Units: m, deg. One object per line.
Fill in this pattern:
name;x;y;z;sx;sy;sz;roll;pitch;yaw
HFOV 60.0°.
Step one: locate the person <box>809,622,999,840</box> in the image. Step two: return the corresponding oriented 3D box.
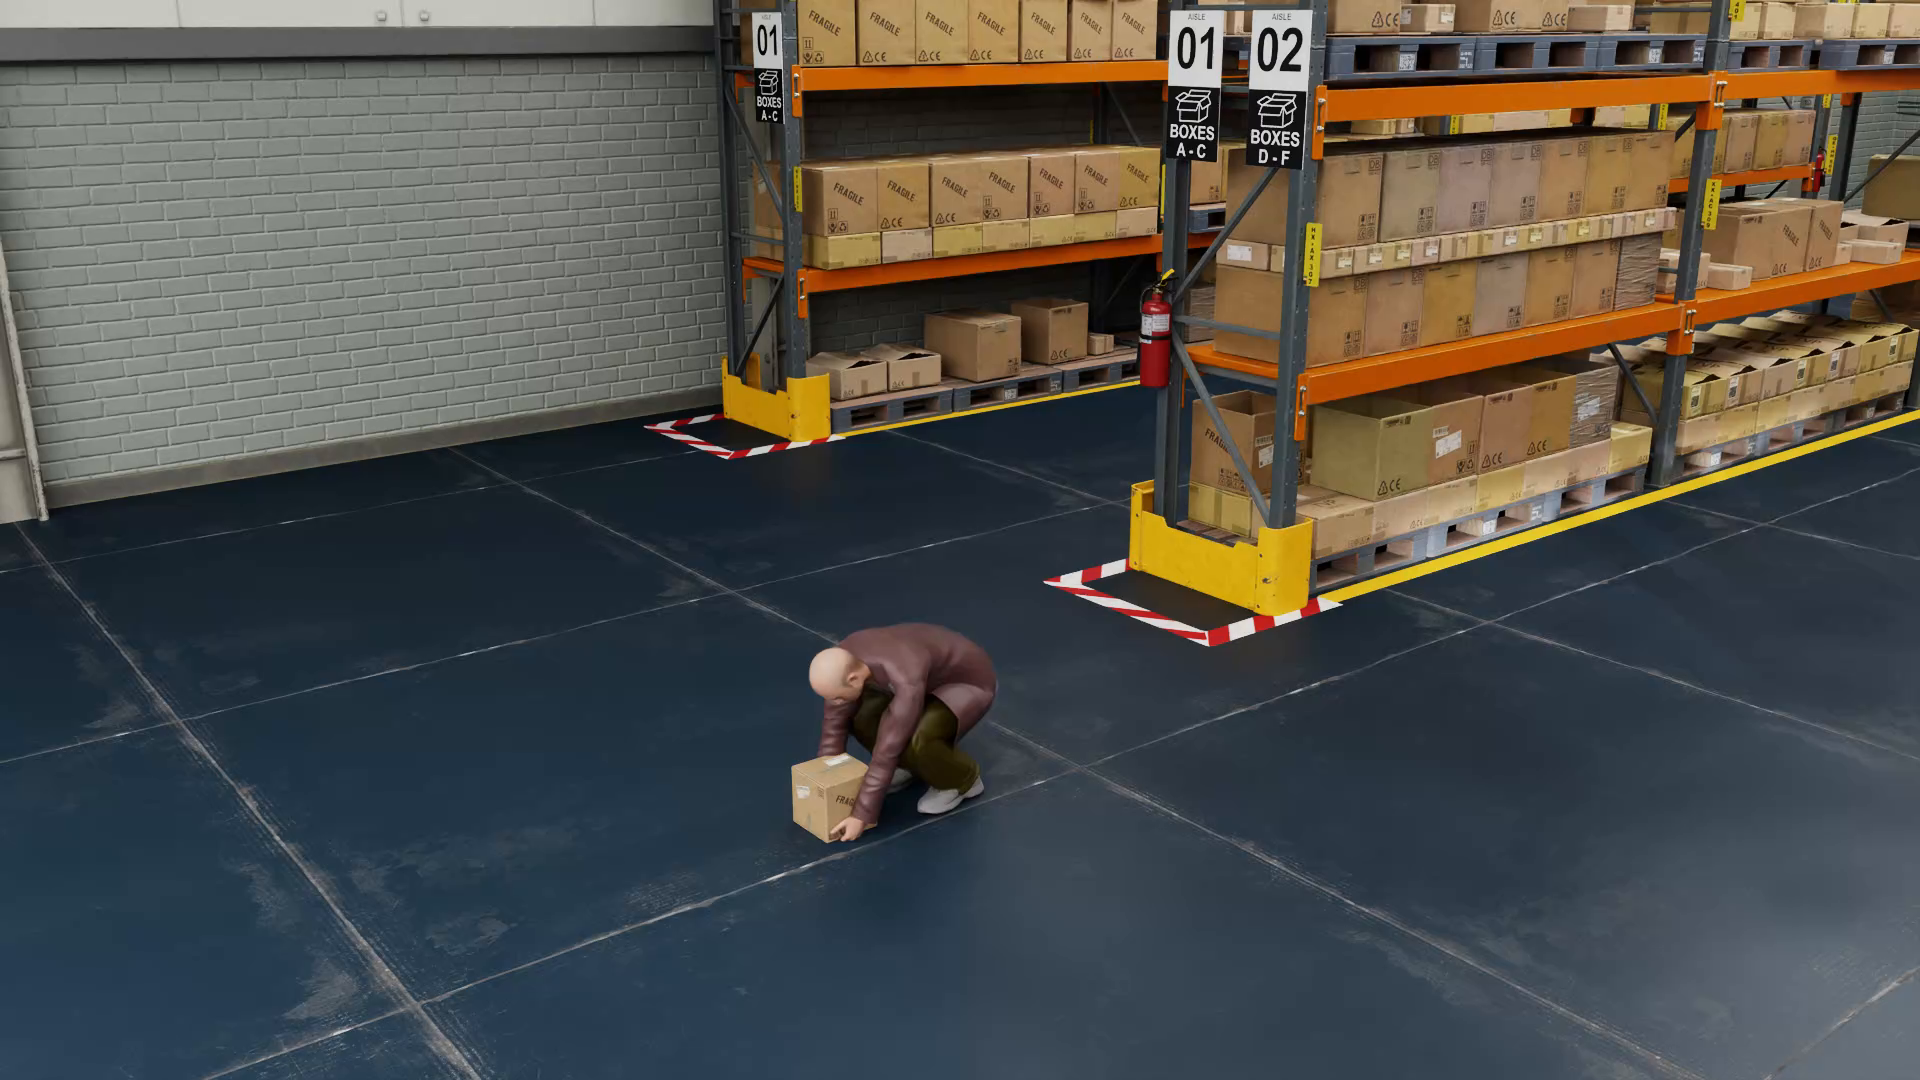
person;-0.247;0.750;6.908;0.925;0.821;0.575;-14;22;-37
